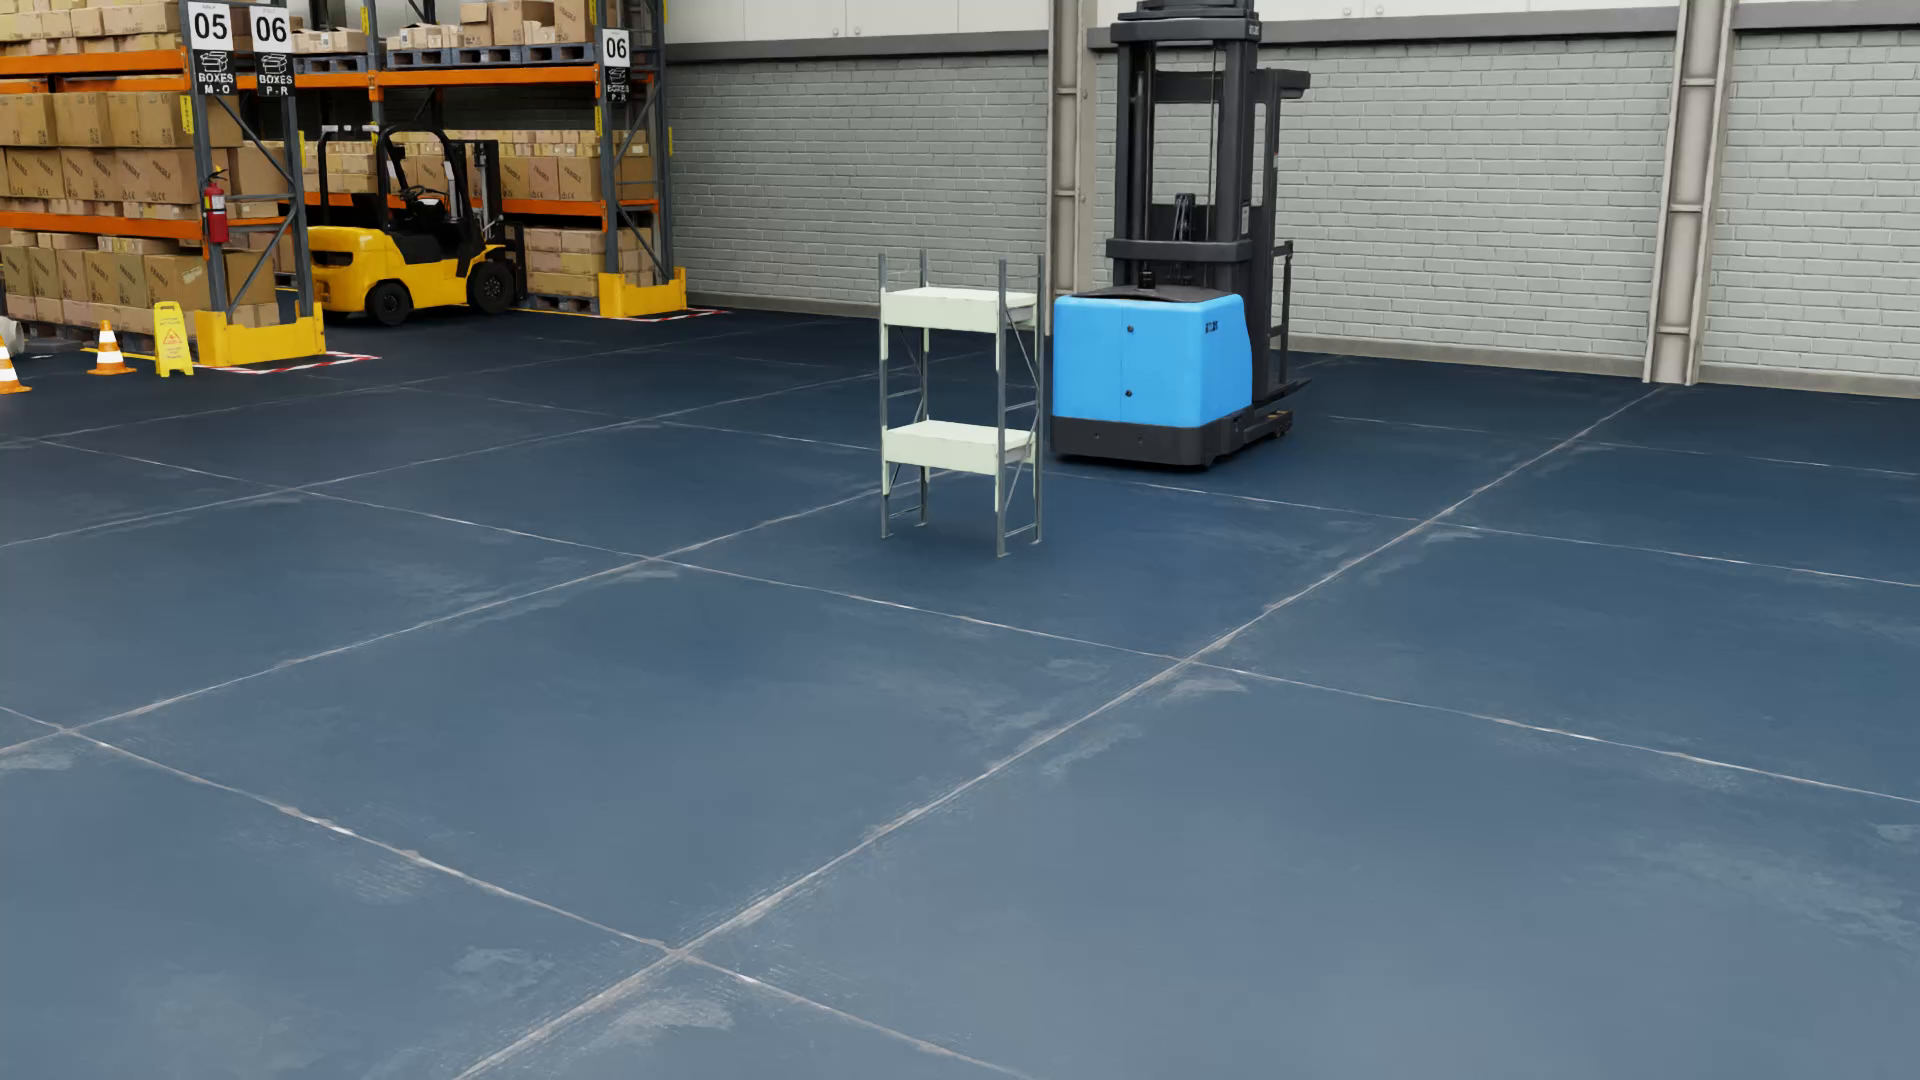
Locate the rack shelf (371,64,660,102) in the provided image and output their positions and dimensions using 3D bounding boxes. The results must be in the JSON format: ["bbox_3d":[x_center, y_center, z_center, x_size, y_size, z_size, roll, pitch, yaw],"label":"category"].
[{"bbox_3d":[-5.422,-5.529,20.172,4.000,0.370,1.077,9,17,33],"label":"rack shelf"}]

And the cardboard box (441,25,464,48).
[{"bbox_3d":[-6.020,-6.074,20.074,0.258,0.266,0.396,9,16,31],"label":"cardboard box"}]

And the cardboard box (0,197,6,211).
[{"bbox_3d":[-9.767,-3.472,17.131,0.250,0.149,0.380,9,17,33],"label":"cardboard box"}]

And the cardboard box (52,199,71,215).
[{"bbox_3d":[-8.710,-3.299,16.430,0.250,0.149,0.380,9,17,33],"label":"cardboard box"}]

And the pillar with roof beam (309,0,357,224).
[{"bbox_3d":[-11.219,-7.286,19.528,0.400,9.000,9.100,9,17,33],"label":"pillar with roof beam"}]

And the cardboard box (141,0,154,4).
[{"bbox_3d":[-7.168,-4.914,15.053,0.250,0.149,0.380,10,17,34],"label":"cardboard box"}]

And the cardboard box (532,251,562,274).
[{"bbox_3d":[-4.751,-3.338,19.875,0.500,0.250,0.500,9,17,32],"label":"cardboard box"}]

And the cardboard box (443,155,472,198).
[{"bbox_3d":[-5.997,-4.493,20.525,0.500,0.500,0.500,9,17,32],"label":"cardboard box"}]

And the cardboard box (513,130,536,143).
[{"bbox_3d":[-5.075,-4.786,19.736,0.250,0.149,0.380,10,17,34],"label":"cardboard box"}]

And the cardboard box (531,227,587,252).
[{"bbox_3d":[-4.746,-3.576,19.792,0.500,0.250,0.500,10,17,34],"label":"cardboard box"}]

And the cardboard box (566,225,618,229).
[{"bbox_3d":[-4.473,-3.677,20.203,0.500,0.250,0.500,9,17,33],"label":"cardboard box"}]

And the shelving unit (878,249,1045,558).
[{"bbox_3d":[0.006,-0.727,8.639,0.755,1.500,0.431,9,17,33],"label":"shelving unit"}]

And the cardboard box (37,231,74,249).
[{"bbox_3d":[-9.012,-3.018,16.711,0.250,0.149,0.380,10,17,35],"label":"cardboard box"}]

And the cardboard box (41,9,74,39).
[{"bbox_3d":[-8.375,-4.910,15.867,0.500,0.250,0.500,9,17,33],"label":"cardboard box"}]

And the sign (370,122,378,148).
[{"bbox_3d":[-7.377,-5.105,20.958,0.005,0.325,0.100,9,17,33],"label":"sign"}]

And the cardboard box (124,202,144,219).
[{"bbox_3d":[-7.663,-3.129,15.742,0.250,0.149,0.380,10,17,34],"label":"cardboard box"}]

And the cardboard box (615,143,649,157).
[{"bbox_3d":[-3.899,-4.615,19.665,0.250,0.149,0.380,9,16,31],"label":"cardboard box"}]

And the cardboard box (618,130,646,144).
[{"bbox_3d":[-3.922,-4.750,19.591,0.250,0.149,0.380,9,16,32],"label":"cardboard box"}]

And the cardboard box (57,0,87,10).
[{"bbox_3d":[-8.267,-5.071,15.686,0.250,0.149,0.380,10,17,34],"label":"cardboard box"}]

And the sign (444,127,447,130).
[{"bbox_3d":[-6.773,-5.260,21.864,0.005,0.325,0.100,9,17,33],"label":"sign"}]

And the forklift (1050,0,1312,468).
[{"bbox_3d":[1.733,-2.189,11.567,1.130,2.935,3.031,7,16,28],"label":"forklift"}]

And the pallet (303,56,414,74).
[{"bbox_3d":[-7.821,-6.170,21.659,1.217,0.209,0.805,8,16,31],"label":"pallet"}]

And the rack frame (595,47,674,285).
[{"bbox_3d":[-3.763,-4.154,19.363,0.127,3.000,1.000,9,17,33],"label":"rack frame"}]

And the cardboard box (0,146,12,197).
[{"bbox_3d":[-9.640,-3.779,17.019,0.500,0.500,0.500,9,17,33],"label":"cardboard box"}]

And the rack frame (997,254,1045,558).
[{"bbox_3d":[0.309,-0.678,8.441,0.023,1.500,0.400,9,17,33],"label":"rack frame"}]

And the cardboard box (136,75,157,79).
[{"bbox_3d":[-11.380,-6.698,23.708,0.500,0.250,0.500,9,17,33],"label":"cardboard box"}]

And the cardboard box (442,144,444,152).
[{"bbox_3d":[-6.137,-4.812,20.461,0.250,0.149,0.380,9,17,32],"label":"cardboard box"}]

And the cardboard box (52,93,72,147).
[{"bbox_3d":[-8.308,-4.079,16.151,0.500,0.500,0.700,9,17,32],"label":"cardboard box"}]

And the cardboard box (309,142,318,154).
[{"bbox_3d":[-8.362,-5.186,21.974,0.250,0.149,0.380,9,16,31],"label":"cardboard box"}]

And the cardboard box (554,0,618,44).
[{"bbox_3d":[-4.266,-5.922,18.971,0.500,0.500,0.500,10,17,35],"label":"cardboard box"}]

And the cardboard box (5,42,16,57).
[{"bbox_3d":[-9.274,-4.886,16.601,0.250,0.149,0.380,9,17,33],"label":"cardboard box"}]

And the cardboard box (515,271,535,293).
[{"bbox_3d":[-5.146,-3.161,20.198,0.500,0.250,0.500,9,17,33],"label":"cardboard box"}]

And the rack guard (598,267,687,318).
[{"bbox_3d":[-3.743,-2.938,19.650,0.348,0.500,1.175,9,17,33],"label":"rack guard"}]

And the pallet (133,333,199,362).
[{"bbox_3d":[-7.247,-1.937,16.207,1.213,0.211,1.003,9,17,33],"label":"pallet"}]

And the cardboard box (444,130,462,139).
[{"bbox_3d":[-6.112,-4.963,20.451,0.250,0.149,0.380,9,16,32],"label":"cardboard box"}]

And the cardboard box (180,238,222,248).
[{"bbox_3d":[-10.872,-4.231,24.002,0.500,0.500,0.500,10,17,34],"label":"cardboard box"}]

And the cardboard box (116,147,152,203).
[{"bbox_3d":[-7.547,-3.443,15.662,0.500,0.500,0.500,9,17,33],"label":"cardboard box"}]

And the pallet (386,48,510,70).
[{"bbox_3d":[-6.360,-5.995,20.739,1.213,0.211,1.003,9,17,33],"label":"pallet"}]

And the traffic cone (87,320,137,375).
[{"bbox_3d":[-7.607,-1.733,14.861,0.334,0.463,0.336,9,17,33],"label":"traffic cone"}]

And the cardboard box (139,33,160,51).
[{"bbox_3d":[-7.207,-4.517,15.109,0.250,0.149,0.380,9,17,33],"label":"cardboard box"}]

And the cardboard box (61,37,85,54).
[{"bbox_3d":[-8.281,-4.687,15.796,0.250,0.149,0.380,9,16,32],"label":"cardboard box"}]

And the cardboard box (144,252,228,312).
[{"bbox_3d":[-7.340,-2.453,15.776,0.500,0.500,0.500,9,17,33],"label":"cardboard box"}]

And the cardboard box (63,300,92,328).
[{"bbox_3d":[-8.619,-2.297,16.707,0.500,0.250,0.500,9,16,32],"label":"cardboard box"}]

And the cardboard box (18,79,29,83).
[{"bbox_3d":[-14.183,-7.087,25.490,0.250,0.149,0.380,9,17,32],"label":"cardboard box"}]

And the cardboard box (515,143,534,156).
[{"bbox_3d":[-5.064,-4.646,19.789,0.250,0.149,0.380,9,16,31],"label":"cardboard box"}]

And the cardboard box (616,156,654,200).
[{"bbox_3d":[-4.019,-4.325,19.843,0.500,0.500,0.500,10,17,35],"label":"cardboard box"}]

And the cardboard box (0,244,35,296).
[{"bbox_3d":[-9.510,-2.801,17.182,0.500,0.500,0.500,10,17,35],"label":"cardboard box"}]

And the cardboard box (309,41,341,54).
[{"bbox_3d":[-8.164,-6.364,21.488,0.250,0.149,0.380,9,17,33],"label":"cardboard box"}]

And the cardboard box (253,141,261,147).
[{"bbox_3d":[-9.402,-5.364,22.691,0.250,0.149,0.380,9,17,33],"label":"cardboard box"}]

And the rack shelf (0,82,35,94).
[{"bbox_3d":[-15.380,-7.139,26.673,4.000,0.370,1.077,9,17,33],"label":"rack shelf"}]

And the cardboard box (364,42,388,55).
[{"bbox_3d":[-7.677,-6.430,21.755,0.250,0.149,0.380,9,17,33],"label":"cardboard box"}]
